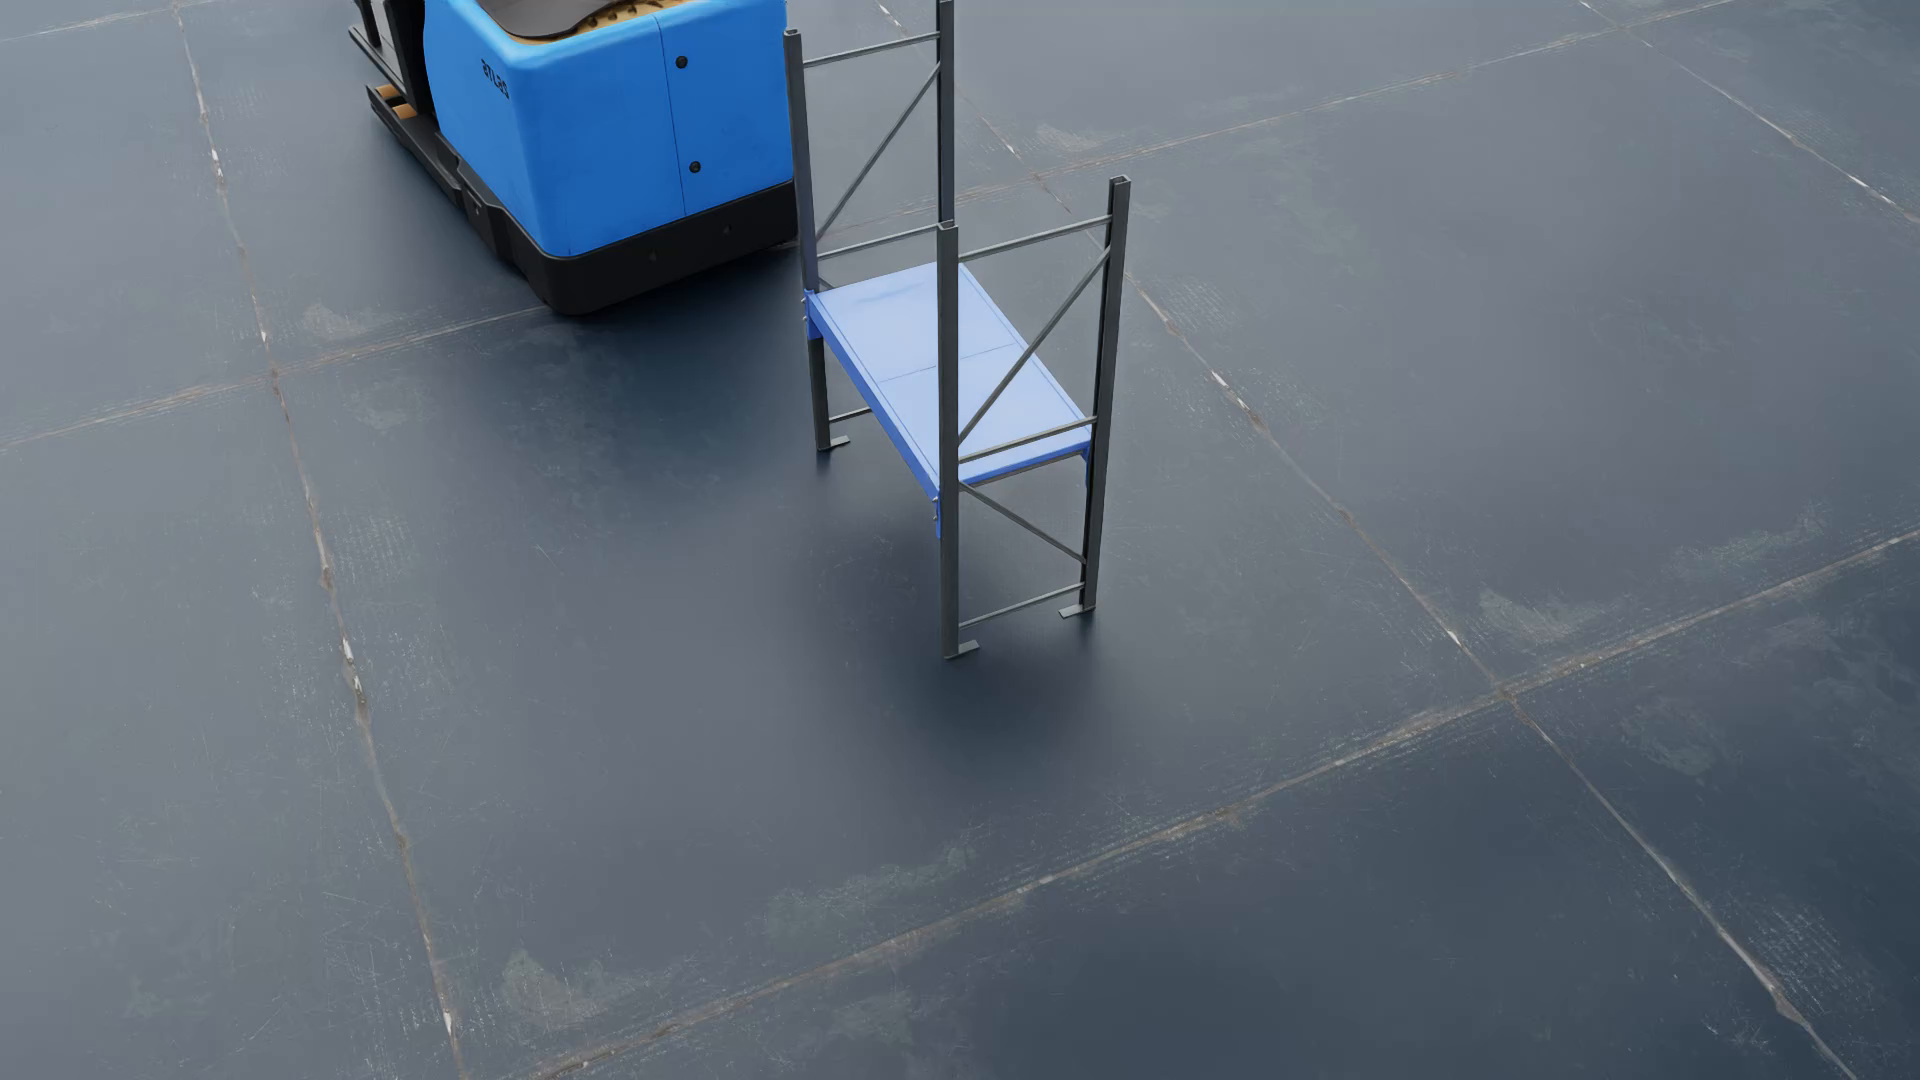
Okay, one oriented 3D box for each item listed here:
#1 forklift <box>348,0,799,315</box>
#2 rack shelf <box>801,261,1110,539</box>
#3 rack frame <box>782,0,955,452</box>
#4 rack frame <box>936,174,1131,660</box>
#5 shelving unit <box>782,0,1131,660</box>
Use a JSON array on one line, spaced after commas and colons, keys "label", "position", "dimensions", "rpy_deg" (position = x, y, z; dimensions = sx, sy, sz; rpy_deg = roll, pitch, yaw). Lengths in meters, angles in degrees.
[{"label": "forklift", "position": [-1.830, -2.856, 6.058], "dimensions": [1.130, 2.935, 3.031], "rpy_deg": [-26, 50, -24]}, {"label": "rack shelf", "position": [-0.036, -0.460, 4.905], "dimensions": [0.538, 0.185, 1.000], "rpy_deg": [-18, 47, -17]}, {"label": "rack frame", "position": [-0.250, -0.912, 5.107], "dimensions": [0.500, 1.500, 0.032], "rpy_deg": [-18, 47, -17]}, {"label": "rack frame", "position": [0.178, -0.264, 4.450], "dimensions": [0.500, 1.500, 0.032], "rpy_deg": [-18, 47, -17]}, {"label": "shelving unit", "position": [-0.036, -0.588, 4.778], "dimensions": [0.538, 1.500, 1.048], "rpy_deg": [-18, 47, -17]}]
